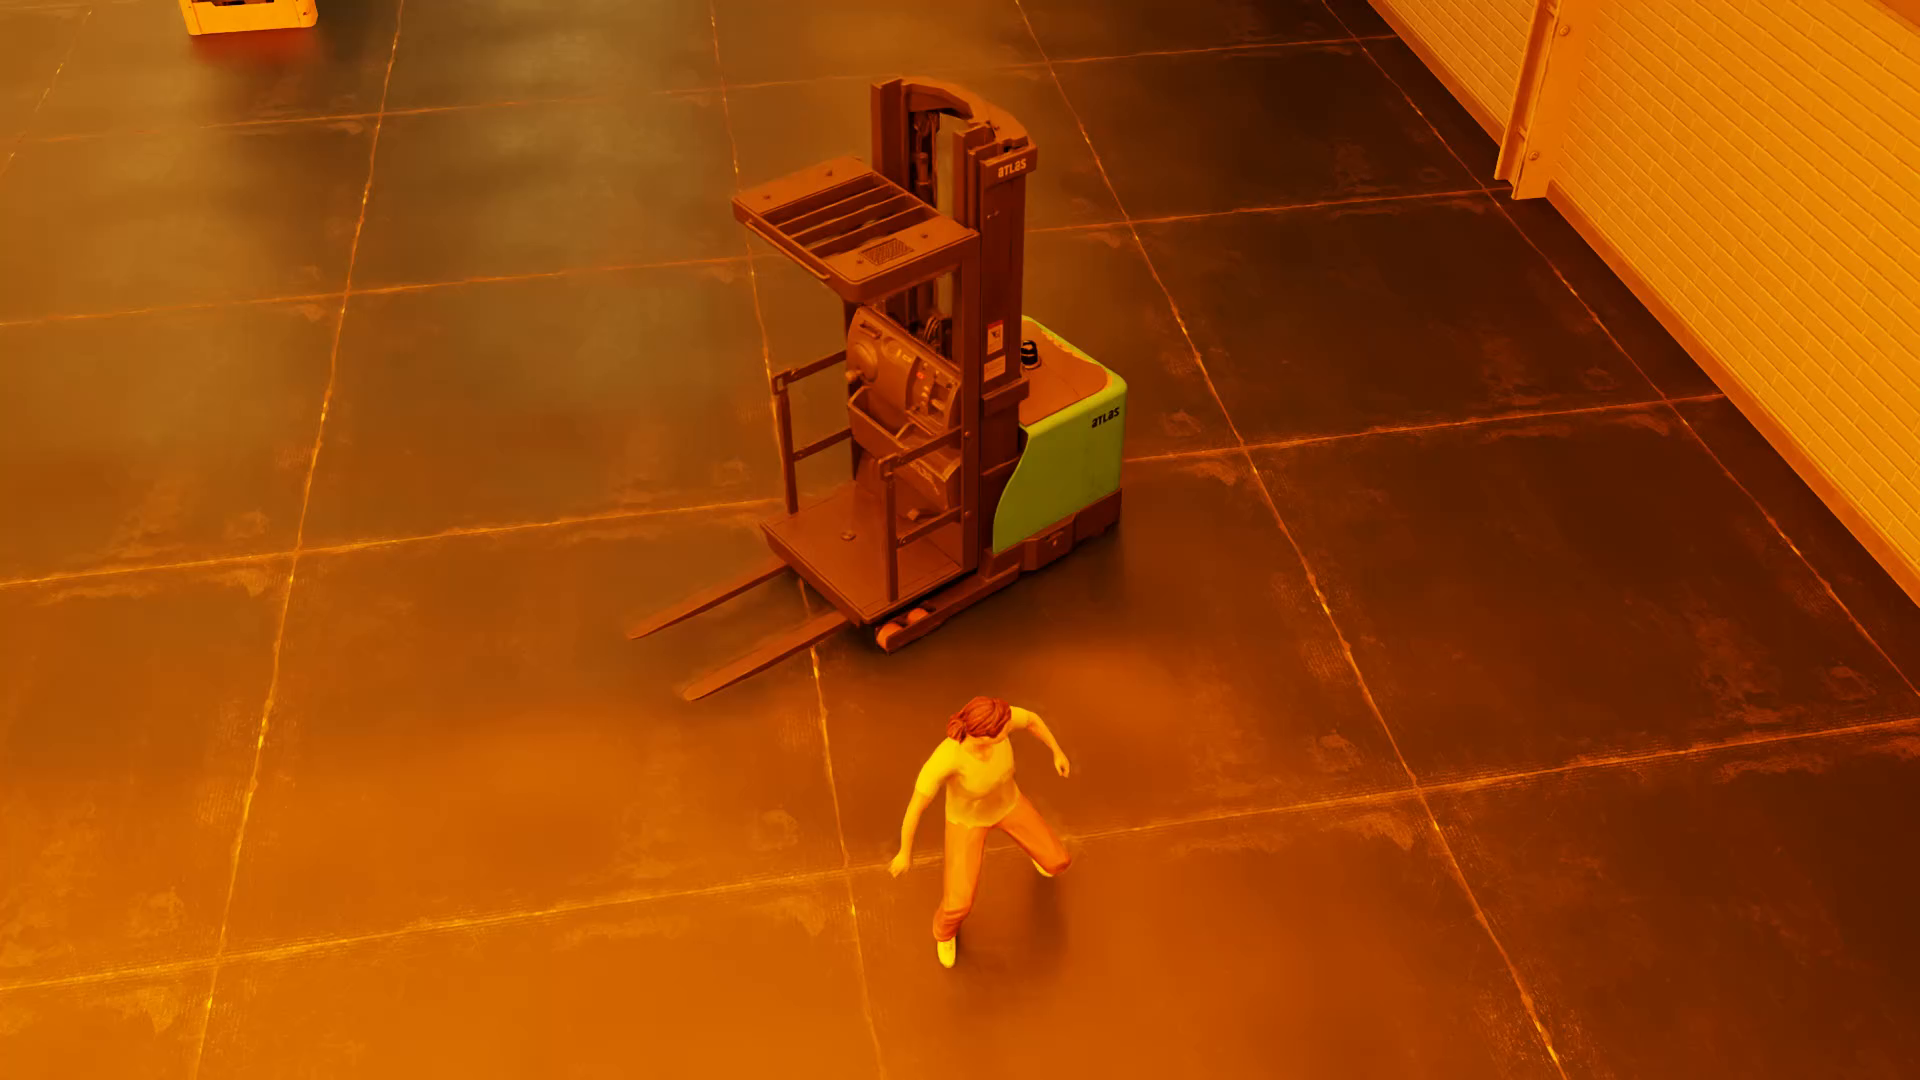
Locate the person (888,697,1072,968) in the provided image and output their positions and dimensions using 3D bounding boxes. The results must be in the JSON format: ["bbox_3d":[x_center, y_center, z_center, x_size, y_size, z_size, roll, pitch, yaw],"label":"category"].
[{"bbox_3d":[0.099,1.265,7.581,0.972,1.558,0.502,-18,44,-20],"label":"person"}]

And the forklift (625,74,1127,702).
[{"bbox_3d":[-0.478,-0.868,8.978,3.031,2.935,1.130,-27,47,-28],"label":"forklift"}]
